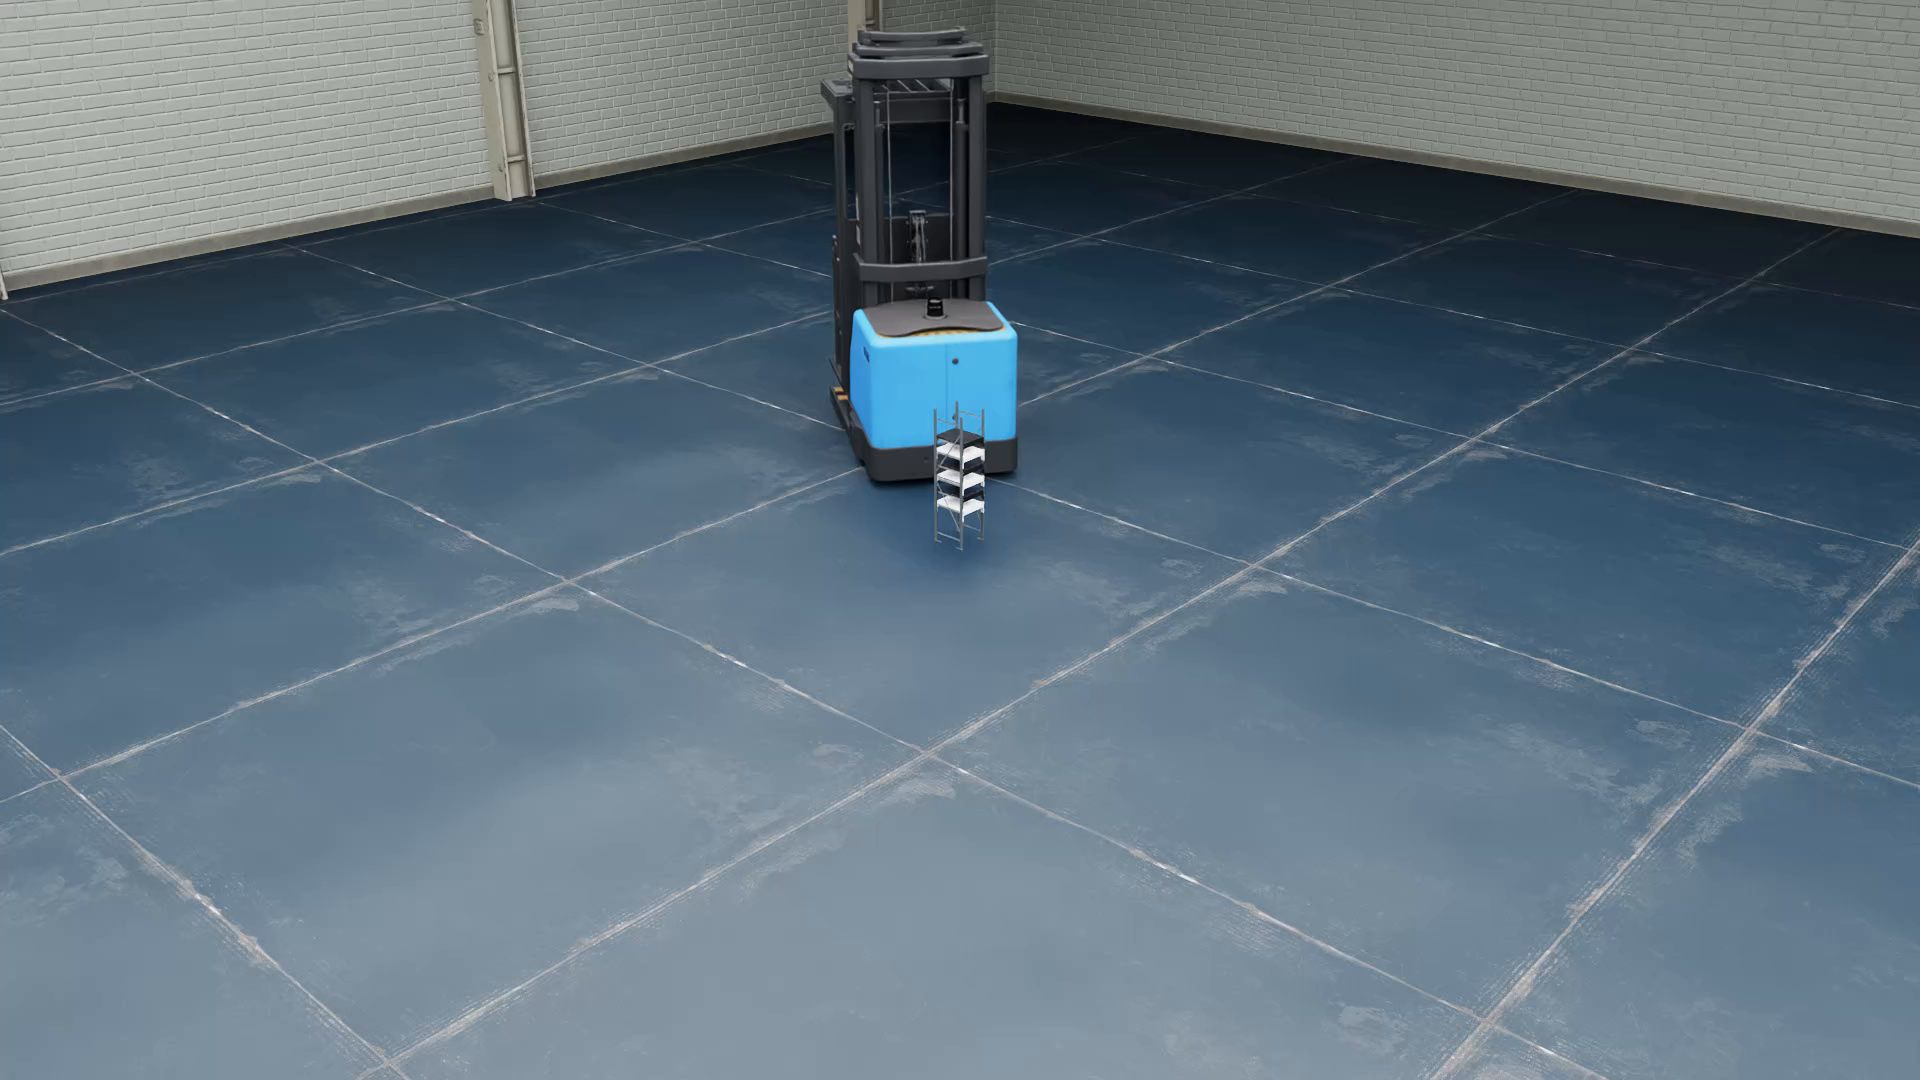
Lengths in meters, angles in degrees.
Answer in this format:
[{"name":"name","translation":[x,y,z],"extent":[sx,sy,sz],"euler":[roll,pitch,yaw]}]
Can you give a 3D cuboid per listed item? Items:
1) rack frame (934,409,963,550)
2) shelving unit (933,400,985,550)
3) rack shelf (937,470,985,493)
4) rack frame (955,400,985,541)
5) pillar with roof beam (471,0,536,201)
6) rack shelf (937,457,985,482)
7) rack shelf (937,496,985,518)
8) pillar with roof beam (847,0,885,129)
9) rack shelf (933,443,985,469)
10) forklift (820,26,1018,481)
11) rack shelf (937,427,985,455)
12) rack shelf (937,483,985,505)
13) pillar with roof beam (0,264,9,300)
[{"name":"rack frame","translation":[-0.073,-0.377,10.491],"extent":[0.240,0.900,0.006],"euler":[20,31,38]},{"name":"shelving unit","translation":[-0.005,-0.408,10.560],"extent":[0.258,0.900,0.210],"euler":[20,31,38]},{"name":"rack shelf","translation":[-0.005,-0.378,10.574],"extent":[0.258,0.077,0.200],"euler":[20,31,38]},{"name":"rack frame","translation":[0.062,-0.439,10.629],"extent":[0.240,0.900,0.006],"euler":[20,31,38]},{"name":"pillar with roof beam","translation":[-2.132,-7.050,15.474],"extent":[9.100,9.000,0.400],"euler":[20,31,38]},{"name":"rack shelf","translation":[-0.005,-0.460,10.537],"extent":[0.258,0.077,0.200],"euler":[20,31,38]},{"name":"rack shelf","translation":[-0.005,-0.213,10.648],"extent":[0.258,0.077,0.200],"euler":[20,31,38]},{"name":"pillar with roof beam","translation":[1.873,-8.878,19.551],"extent":[9.100,9.000,0.400],"euler":[20,31,38]},{"name":"rack shelf","translation":[-0.005,-0.542,10.500],"extent":[0.258,0.077,0.200],"euler":[20,31,38]},{"name":"forklift","translation":[-0.404,-2.318,12.338],"extent":[1.130,2.935,3.031],"euler":[-5,25,-11]},{"name":"rack shelf","translation":[-0.005,-0.624,10.464],"extent":[0.258,0.077,0.200],"euler":[20,31,38]},{"name":"rack shelf","translation":[-0.005,-0.296,10.611],"extent":[0.258,0.077,0.200],"euler":[20,31,38]},{"name":"pillar with roof beam","translation":[-6.136,-5.222,11.397],"extent":[9.100,9.000,0.400],"euler":[20,31,38]}]
